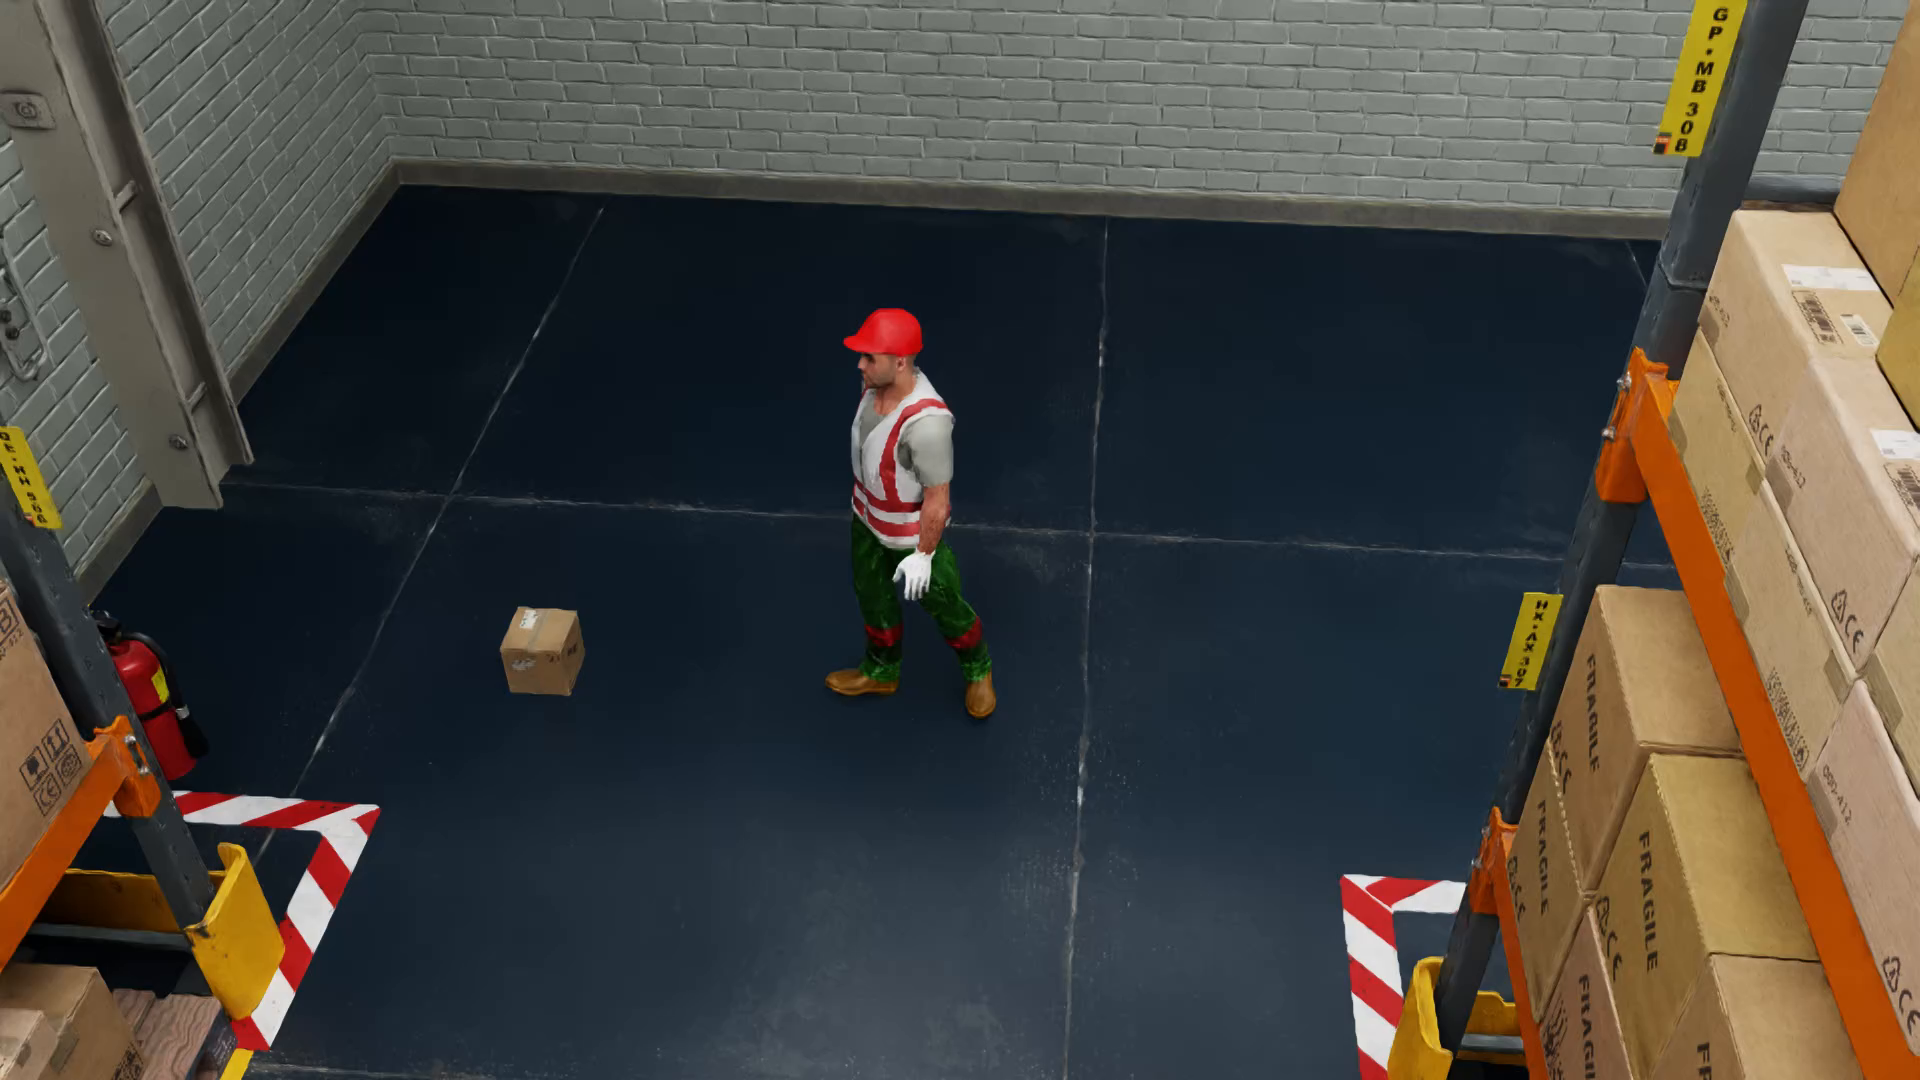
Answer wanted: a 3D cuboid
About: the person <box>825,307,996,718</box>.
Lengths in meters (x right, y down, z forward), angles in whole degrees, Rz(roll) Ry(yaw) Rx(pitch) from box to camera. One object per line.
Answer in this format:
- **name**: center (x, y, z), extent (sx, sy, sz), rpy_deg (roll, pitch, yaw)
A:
- **person**: center (-0.193, -0.079, 6.232), extent (0.586, 1.786, 0.683), rpy_deg (-25, 46, -27)
